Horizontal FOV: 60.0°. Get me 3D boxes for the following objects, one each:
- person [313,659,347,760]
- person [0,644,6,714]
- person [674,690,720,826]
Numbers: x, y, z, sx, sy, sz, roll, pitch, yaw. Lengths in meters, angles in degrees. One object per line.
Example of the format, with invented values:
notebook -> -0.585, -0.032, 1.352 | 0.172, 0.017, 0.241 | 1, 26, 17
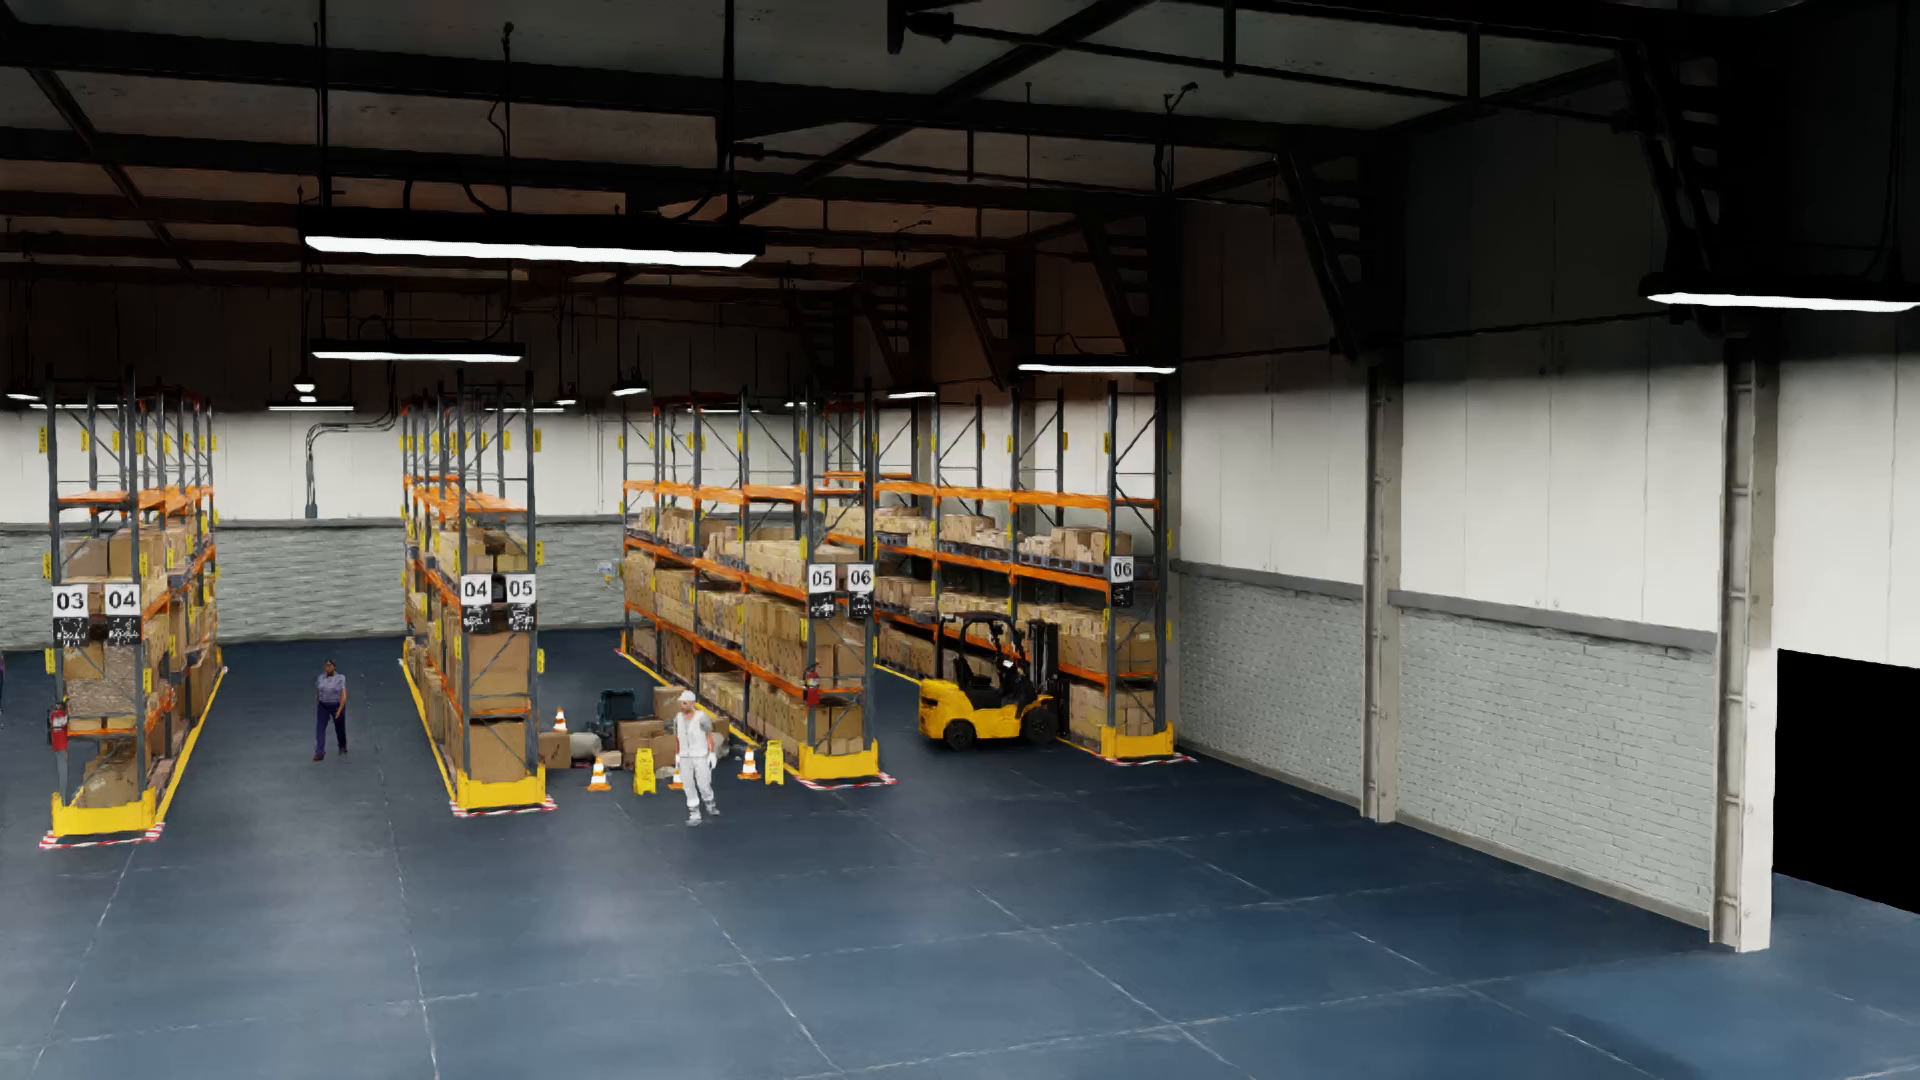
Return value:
person -> -9.946, 2.660, 26.324 | 0.477, 1.580, 0.985 | -1, 3, -12
person -> -17.875, 2.432, 30.691 | 0.419, 1.514, 1.038 | -1, 4, -23
person -> -3.459, 2.841, 21.822 | 0.589, 1.779, 0.577 | 1, 3, 15
